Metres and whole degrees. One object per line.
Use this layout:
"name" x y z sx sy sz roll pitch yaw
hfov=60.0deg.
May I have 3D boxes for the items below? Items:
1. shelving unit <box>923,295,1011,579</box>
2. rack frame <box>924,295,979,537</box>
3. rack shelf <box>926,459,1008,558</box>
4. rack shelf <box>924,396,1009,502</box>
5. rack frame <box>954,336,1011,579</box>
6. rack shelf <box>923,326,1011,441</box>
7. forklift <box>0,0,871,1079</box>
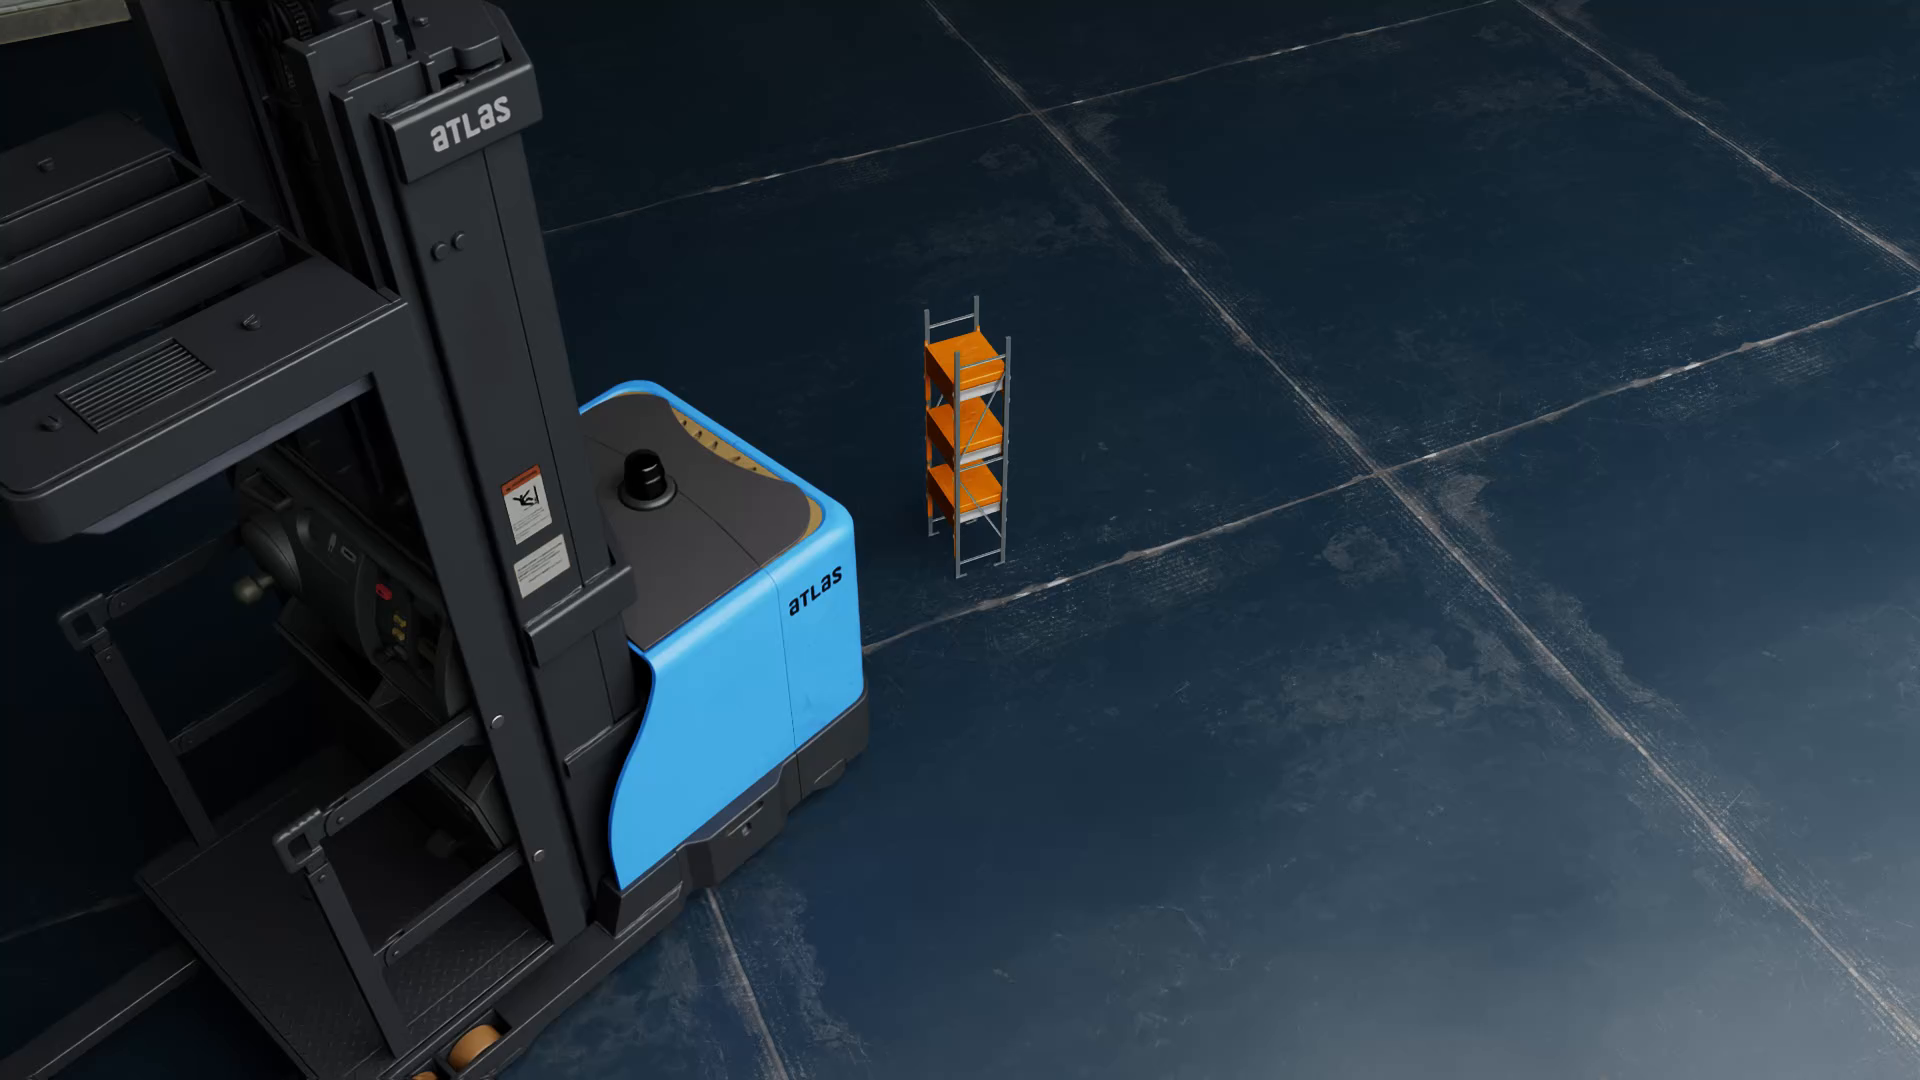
"shelving unit" 0.022 -0.340 5.847 0.215 1.050 0.252 -18 47 -17
"rack frame" -0.029 -0.417 5.926 0.200 1.050 0.008 -18 47 -17
"rack shelf" 0.022 -0.134 6.049 0.215 0.259 0.240 -18 47 -17
"rack shelf" 0.022 -0.332 5.854 0.215 0.259 0.240 -18 47 -17
"rack frame" 0.074 -0.262 5.768 0.200 1.050 0.008 -18 47 -17
"rack shelf" 0.022 -0.534 5.655 0.215 0.259 0.240 -18 47 -17
"forklift" -1.658 0.181 3.980 1.130 2.935 3.031 33 53 29
